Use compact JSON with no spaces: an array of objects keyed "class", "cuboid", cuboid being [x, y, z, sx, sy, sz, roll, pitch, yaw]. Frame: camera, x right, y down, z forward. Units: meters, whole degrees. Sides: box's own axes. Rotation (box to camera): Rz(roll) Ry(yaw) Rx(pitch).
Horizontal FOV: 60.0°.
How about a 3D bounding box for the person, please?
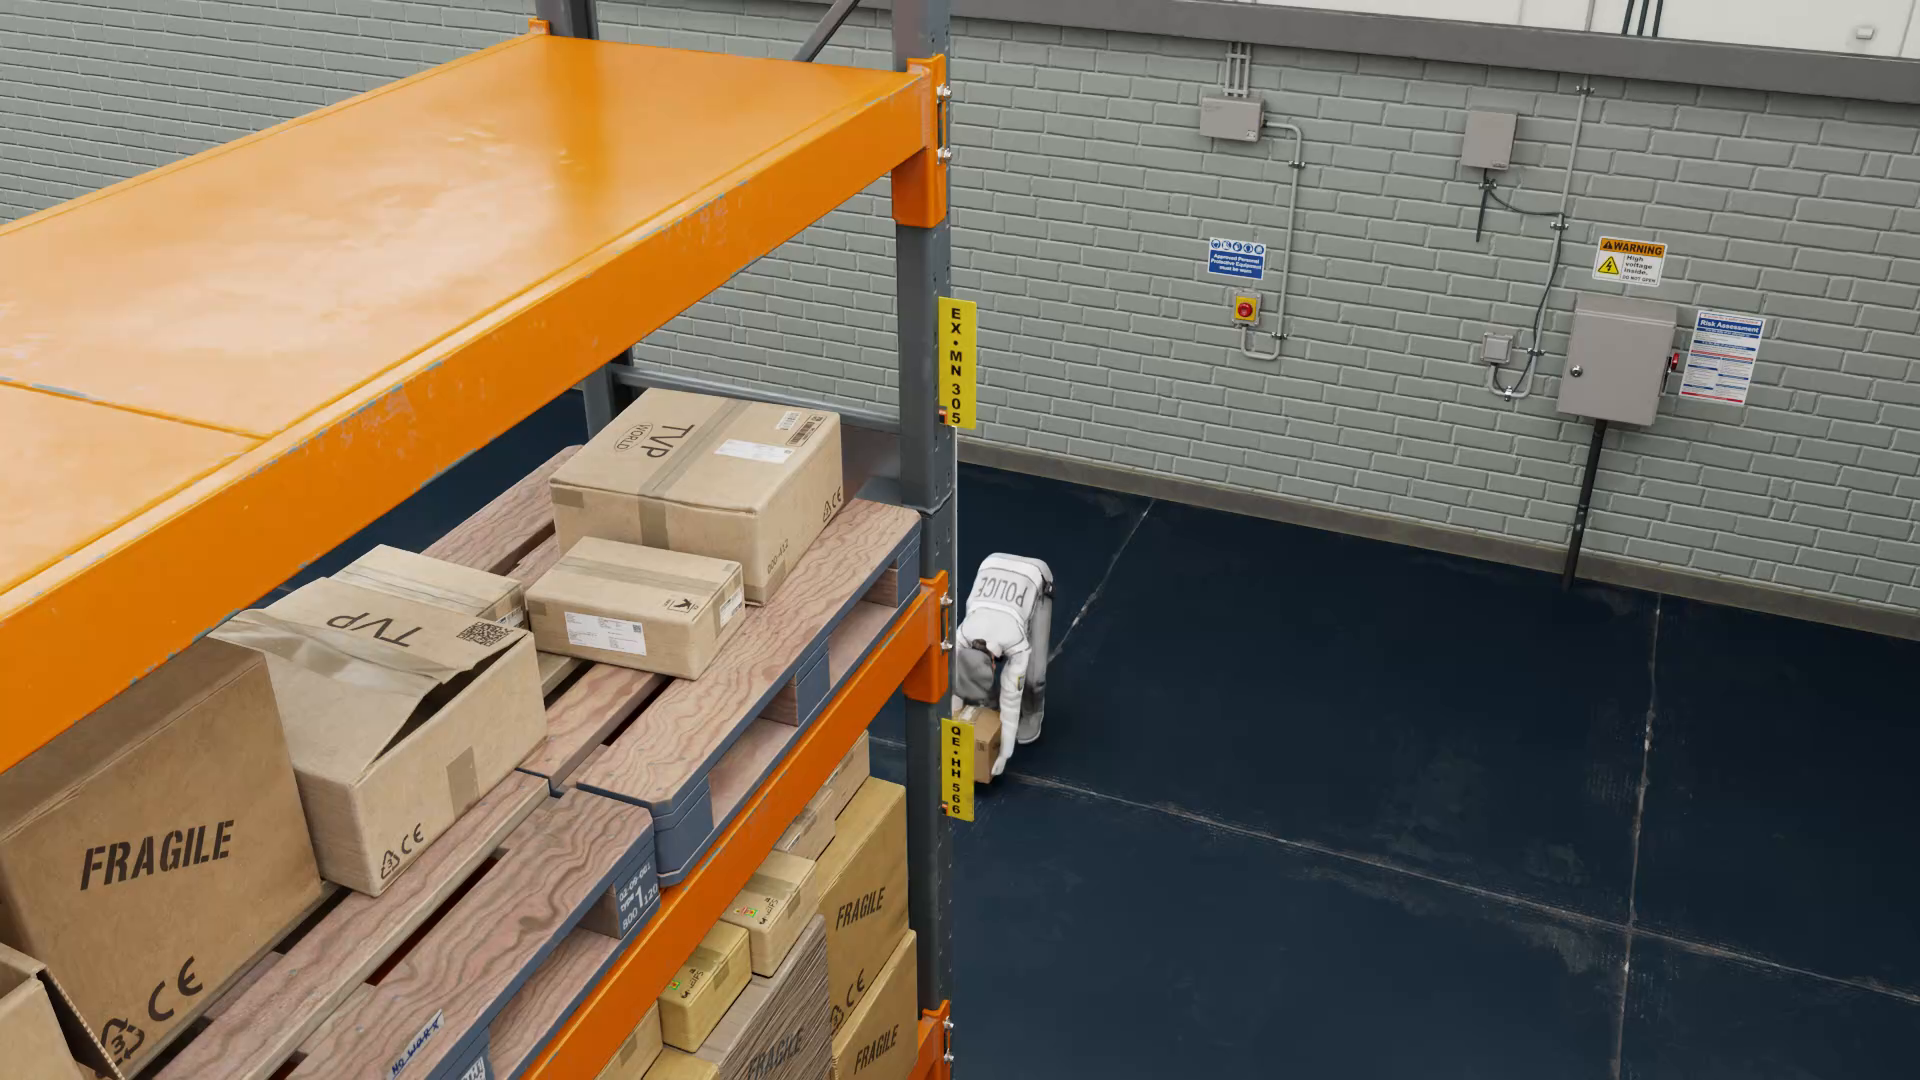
[{"class":"person","cuboid":[0.184,0.613,8.057,0.452,0.933,0.885,10,31,17]}]
